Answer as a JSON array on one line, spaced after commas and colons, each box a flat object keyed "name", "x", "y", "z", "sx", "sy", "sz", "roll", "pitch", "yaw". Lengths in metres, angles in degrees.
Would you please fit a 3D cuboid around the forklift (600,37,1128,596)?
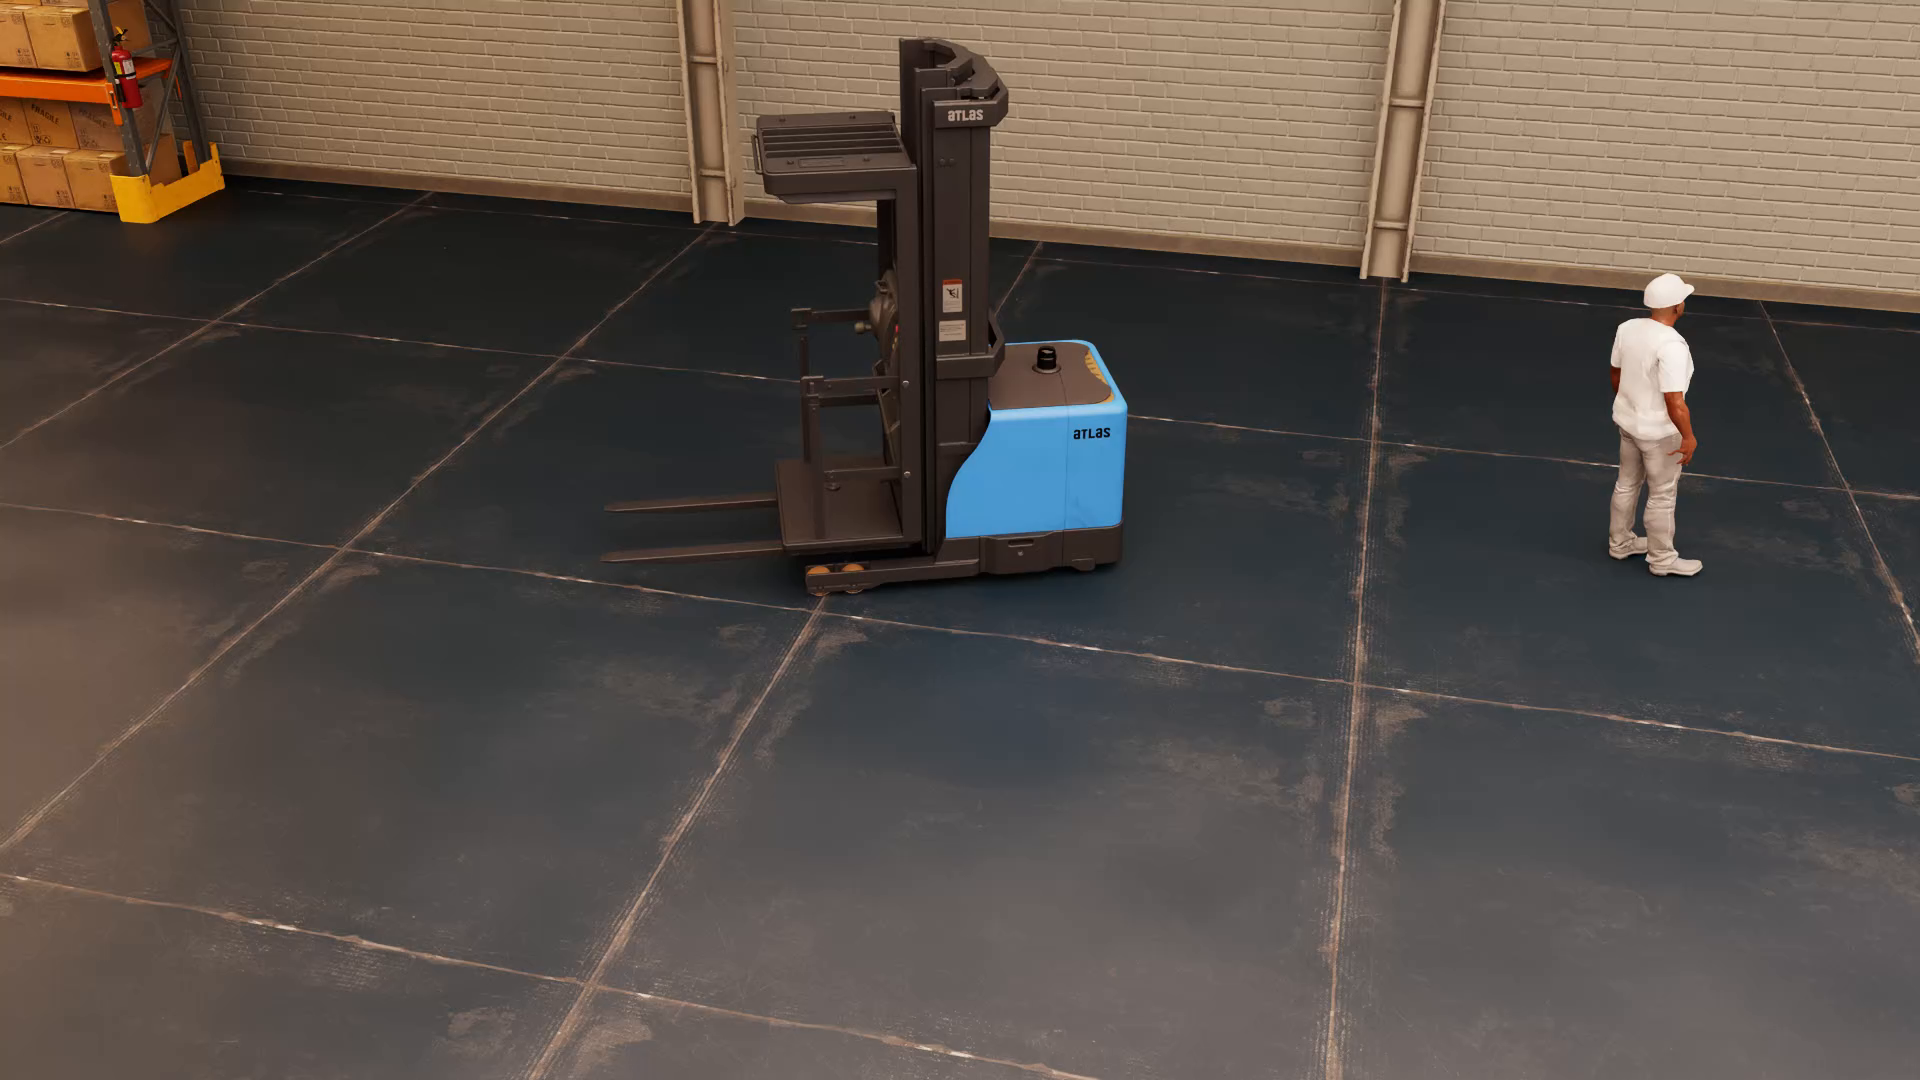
[{"name": "forklift", "x": -0.602, "y": -1.232, "z": 9.345, "sx": 3.031, "sy": 2.935, "sz": 1.130, "roll": -4, "pitch": 30, "yaw": -7}]

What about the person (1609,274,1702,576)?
[{"name": "person", "x": 4.021, "y": -0.679, "z": 9.536, "sx": 0.576, "sy": 1.767, "sz": 0.666, "roll": -7, "pitch": 30, "yaw": -13}]
